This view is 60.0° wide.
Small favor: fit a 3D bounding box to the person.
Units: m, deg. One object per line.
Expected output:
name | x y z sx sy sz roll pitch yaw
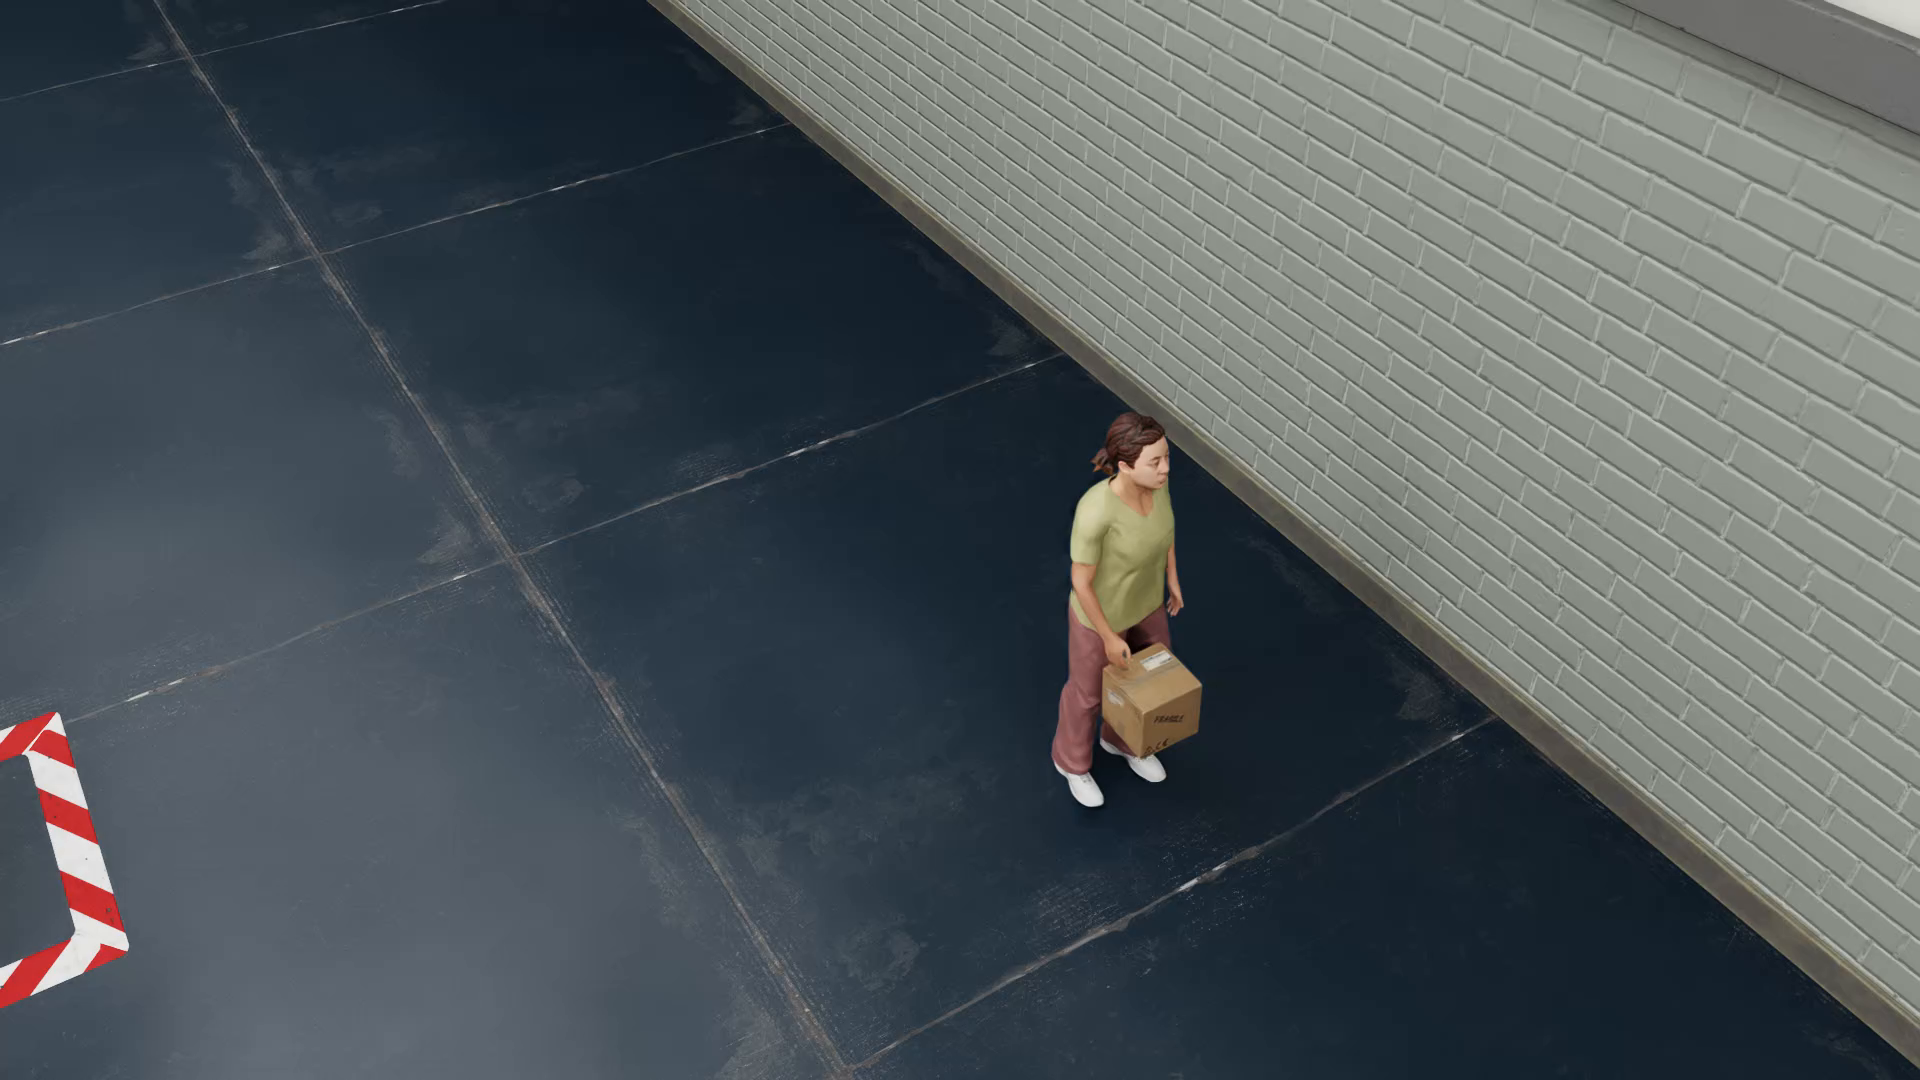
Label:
person | 0.579 0.256 5.869 0.524 1.678 0.375 -31 50 -31
